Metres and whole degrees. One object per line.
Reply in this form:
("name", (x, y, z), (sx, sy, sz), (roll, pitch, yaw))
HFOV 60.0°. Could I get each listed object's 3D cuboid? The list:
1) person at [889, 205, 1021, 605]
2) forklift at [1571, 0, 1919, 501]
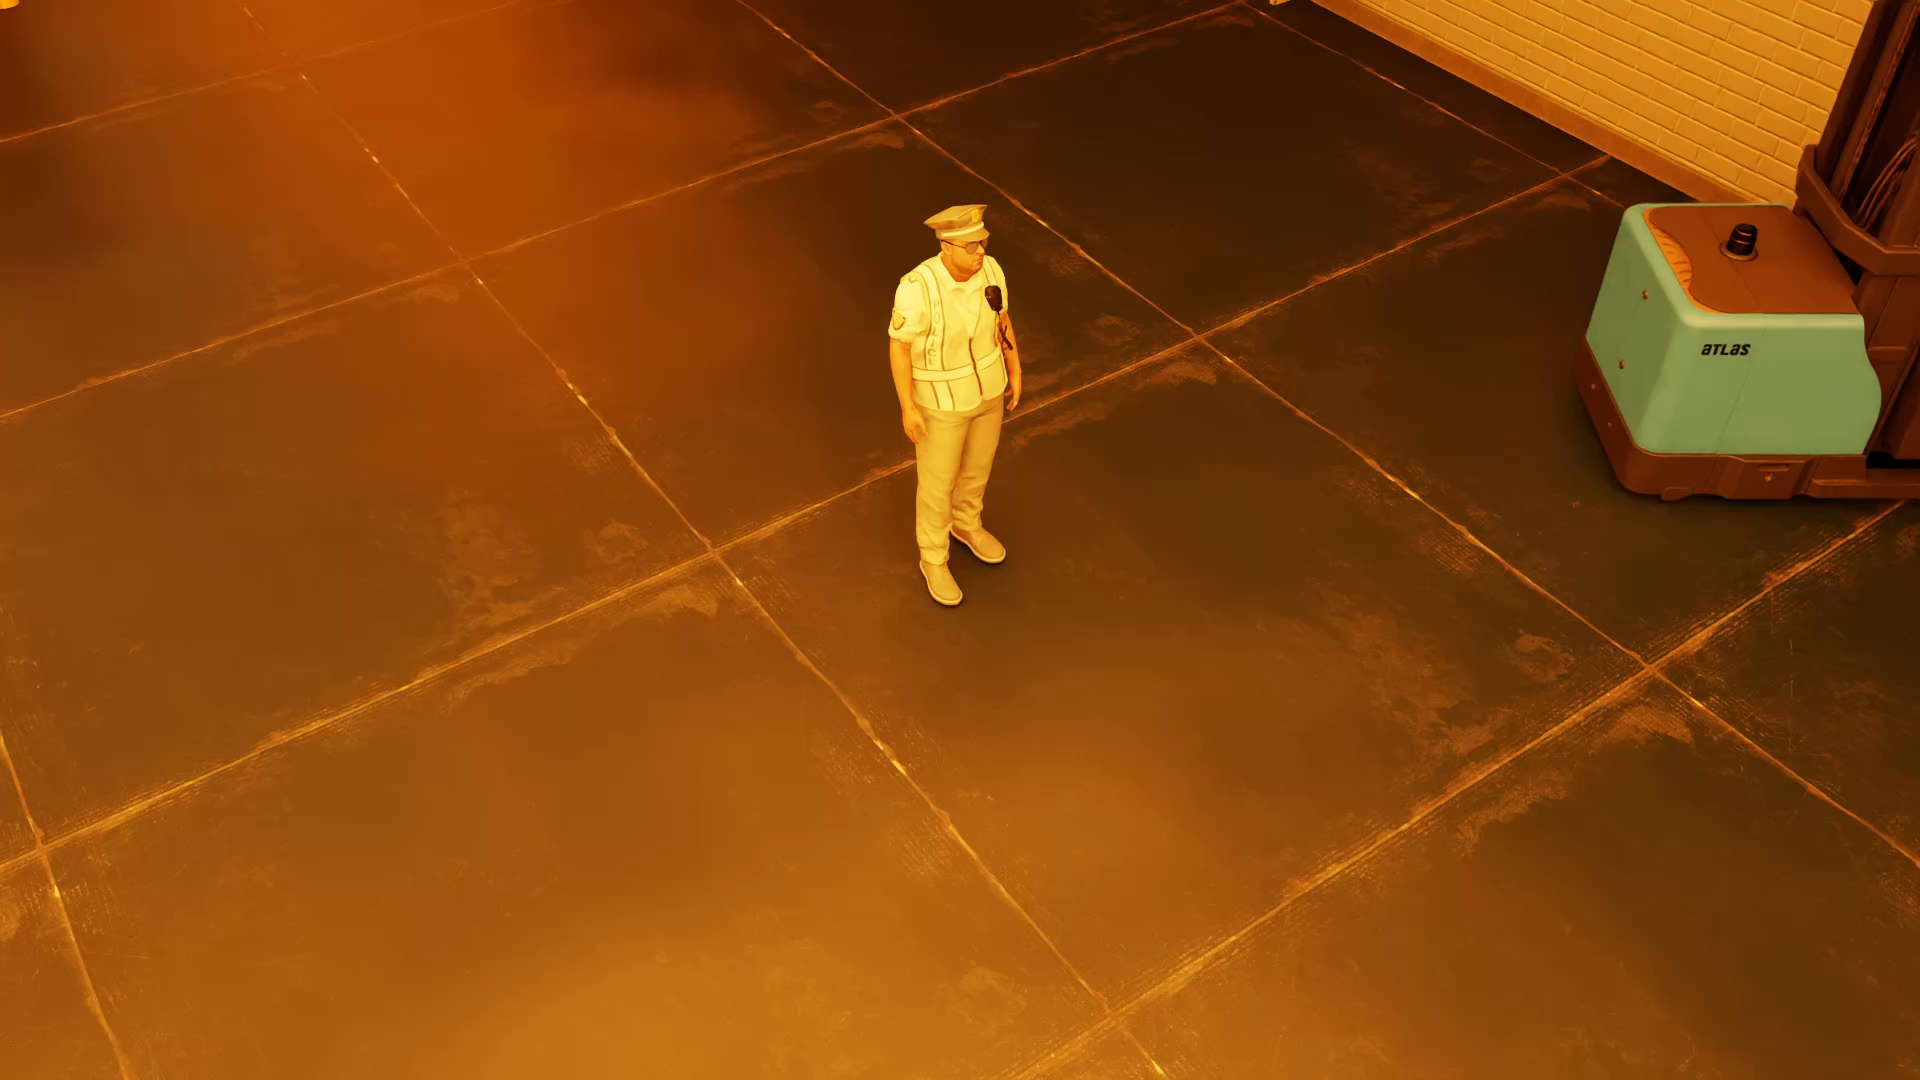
("person", (0.034, -0.613, 7.218), (0.640, 1.781, 0.575), (-25, 48, -25))
("forklift", (4.717, -1.599, 7.451), (3.031, 2.935, 1.130), (0, 43, 0))
